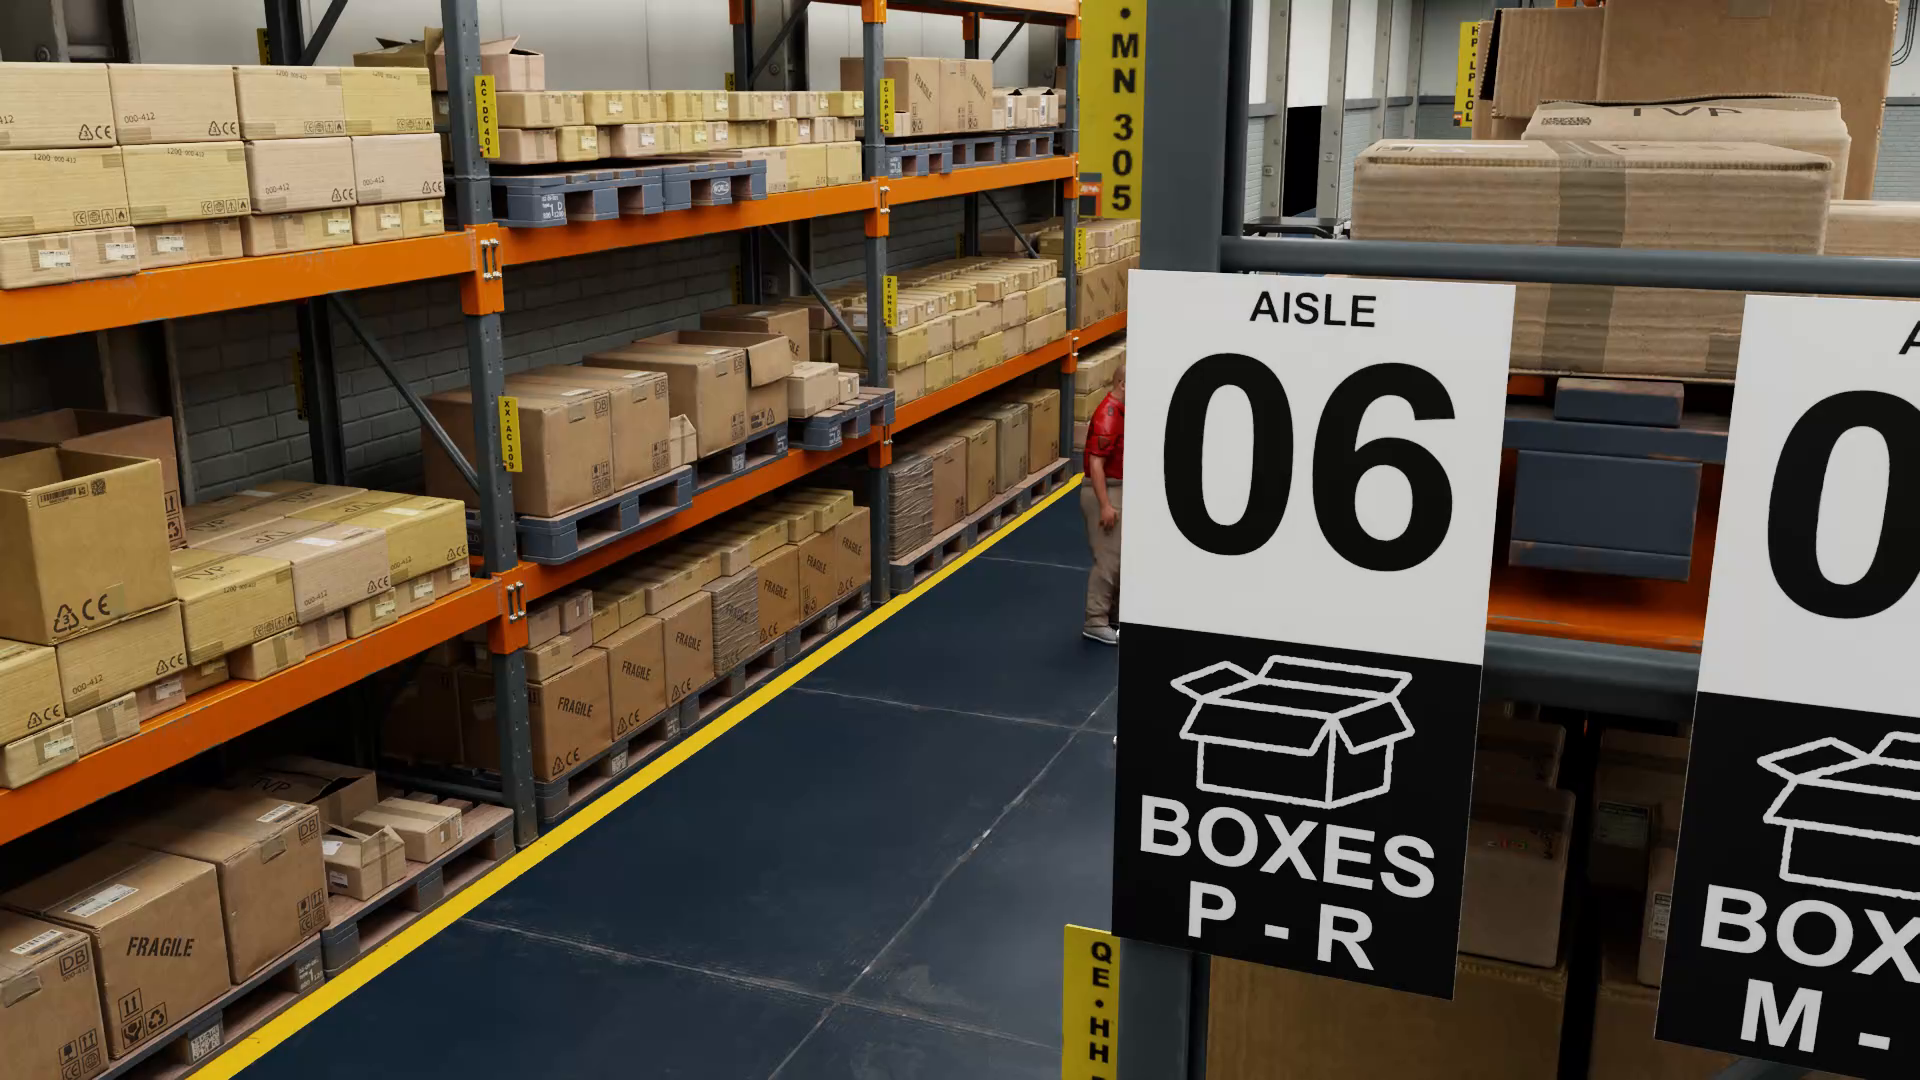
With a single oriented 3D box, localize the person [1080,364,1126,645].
[{"bbox_3d":[0.967,-0.251,10.464,0.388,1.726,0.590,6,16,20],"label":"person"}]
